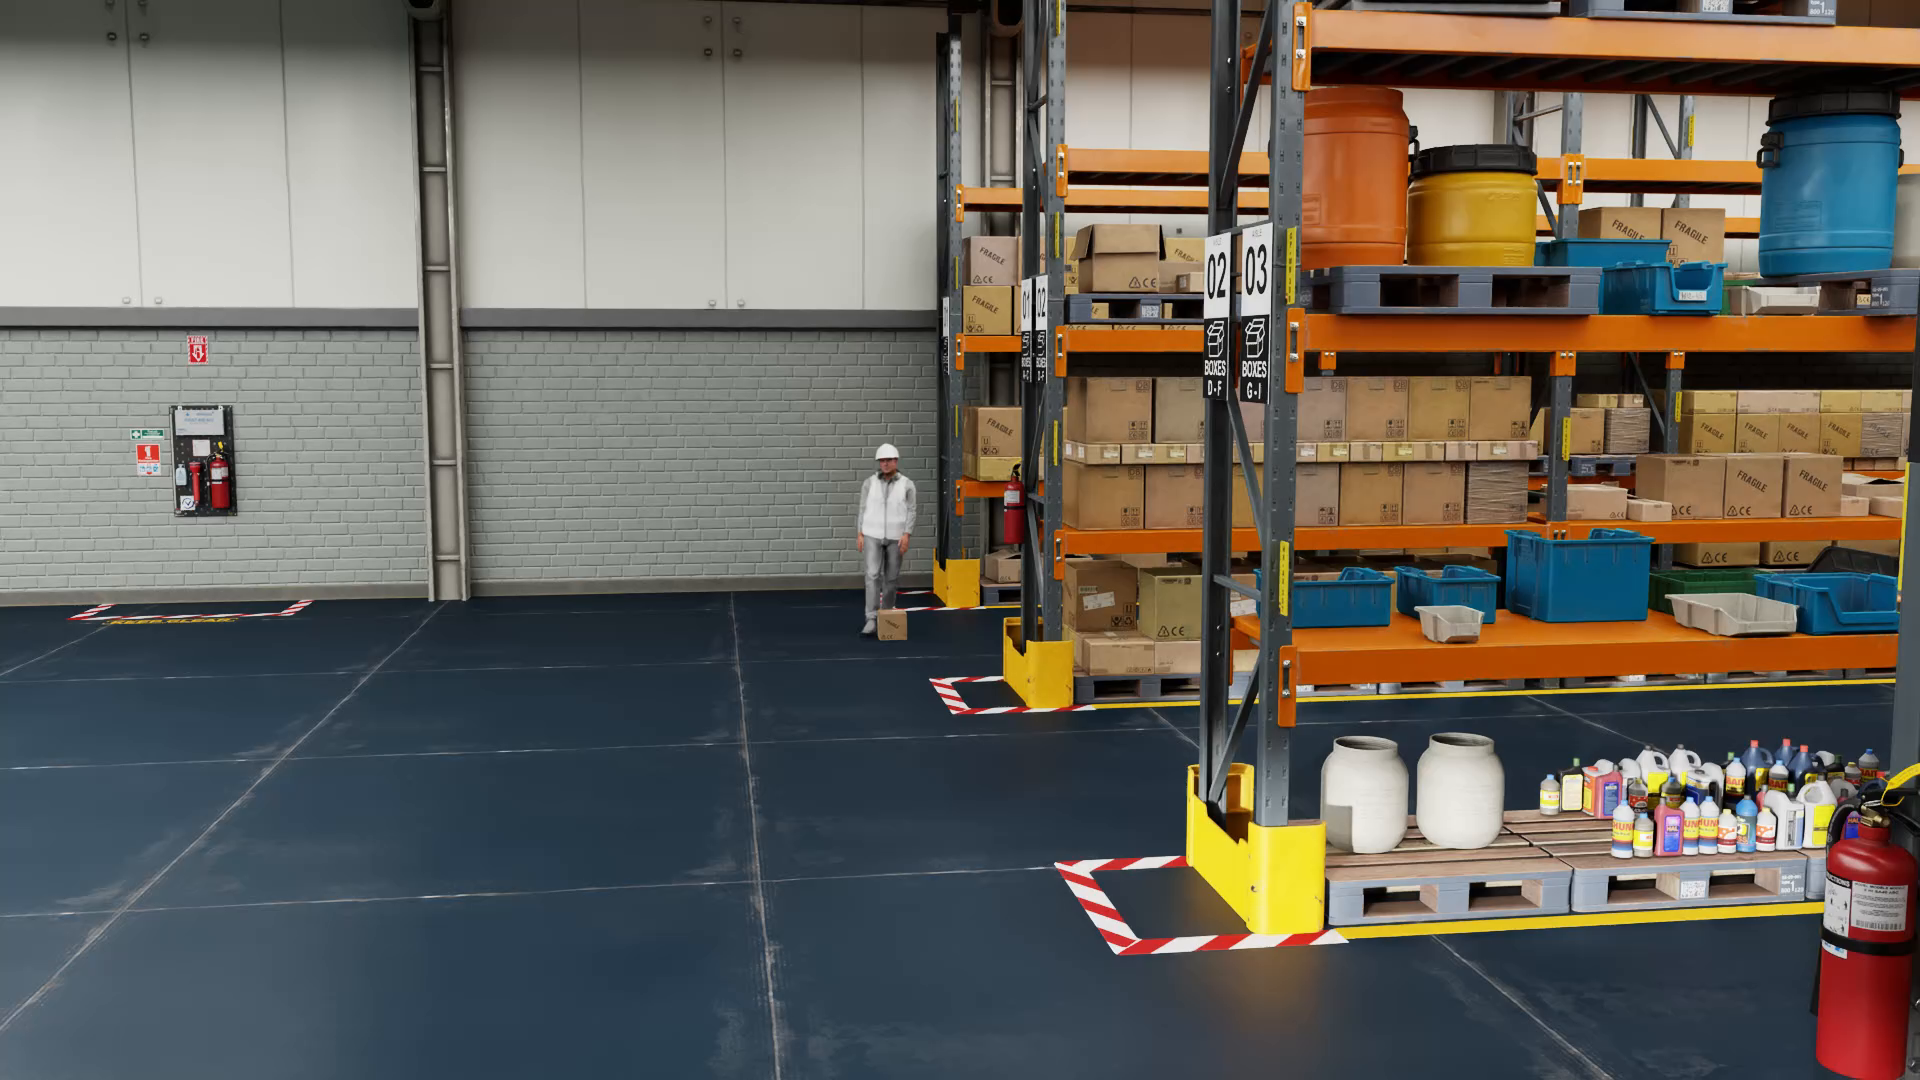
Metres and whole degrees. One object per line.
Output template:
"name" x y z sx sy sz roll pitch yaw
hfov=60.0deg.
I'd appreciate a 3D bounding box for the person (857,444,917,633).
"person" -0.688 -0.026 15.670 0.565 1.753 0.799 0 6 -3
